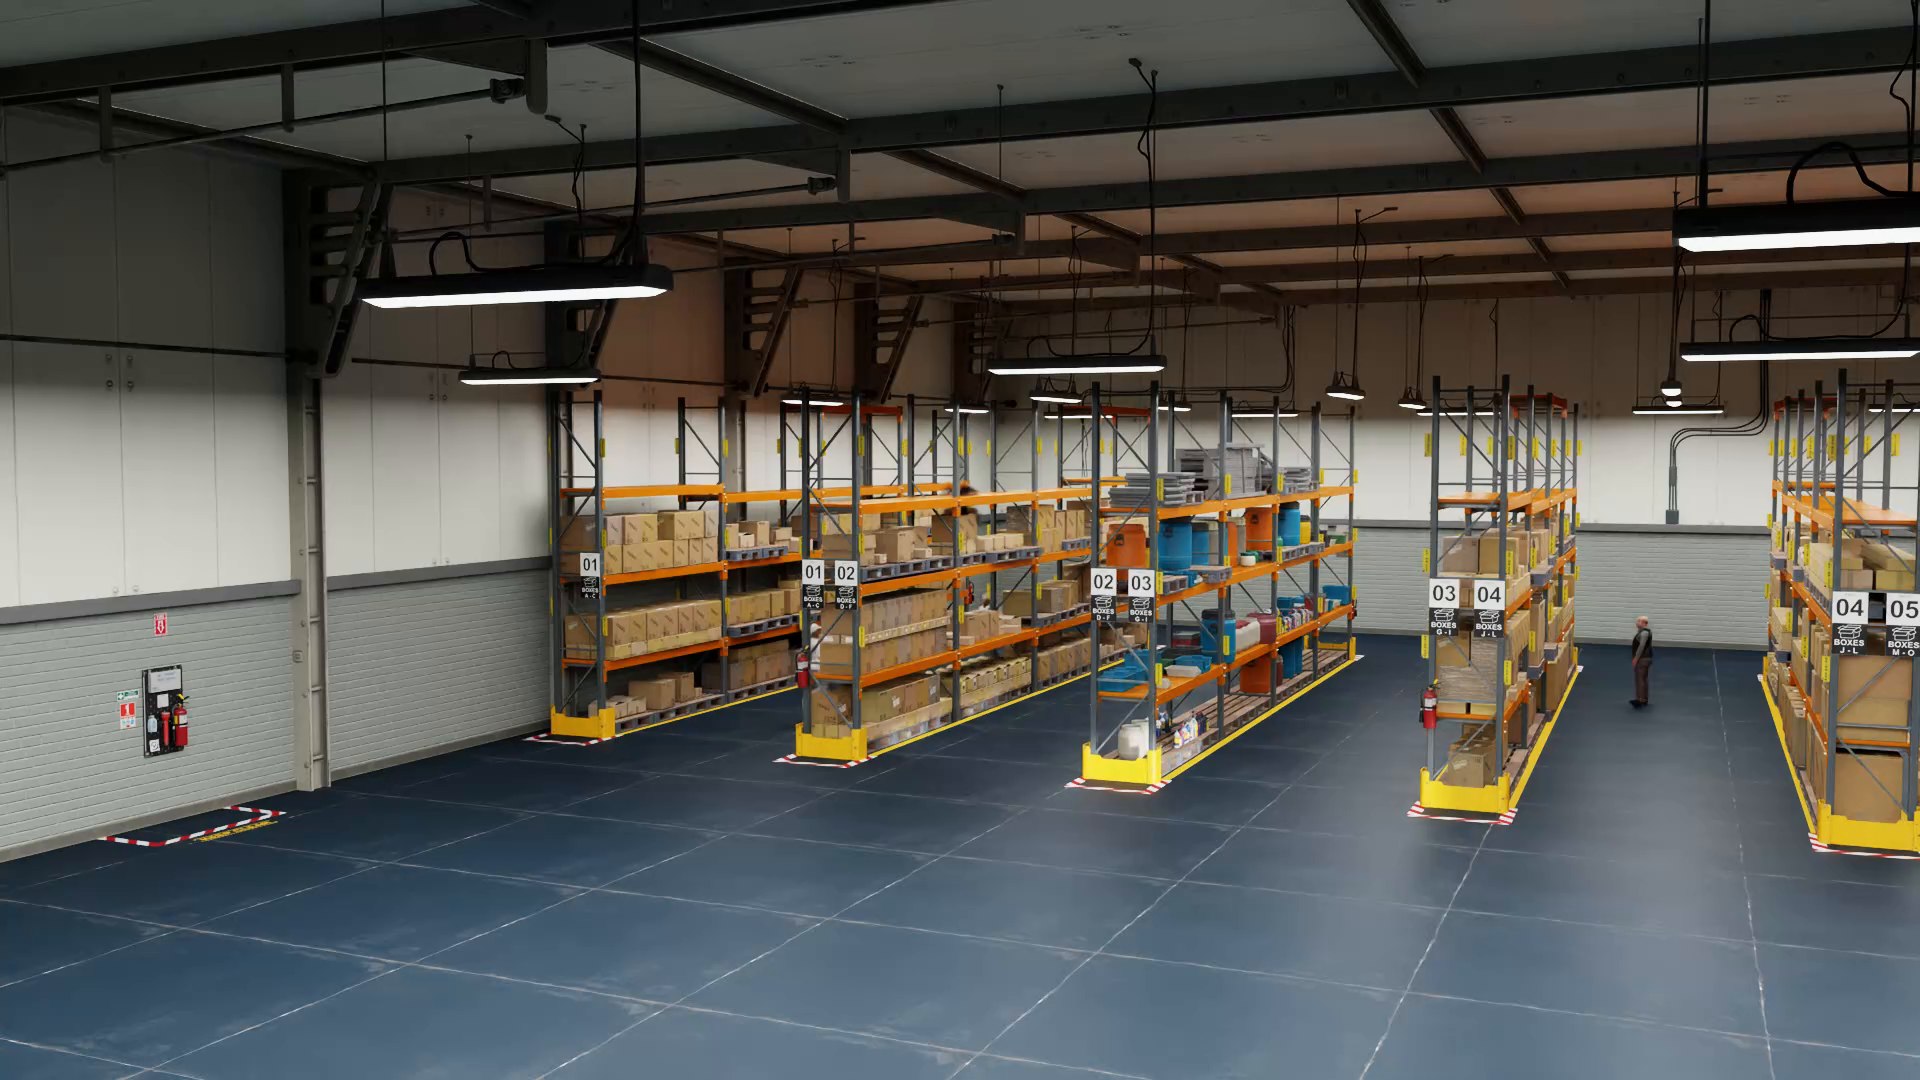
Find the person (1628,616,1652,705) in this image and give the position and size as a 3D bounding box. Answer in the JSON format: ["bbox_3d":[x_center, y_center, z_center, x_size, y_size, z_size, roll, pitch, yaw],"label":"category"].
[{"bbox_3d":[13.258,2.343,32.393,0.402,1.731,0.544,2,4,33],"label":"person"}]

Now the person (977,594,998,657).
[{"bbox_3d":[0.620,2.089,38.093,0.613,1.729,0.744,2,4,29],"label":"person"}]

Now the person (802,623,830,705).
[{"bbox_3d":[-2.625,2.412,30.866,0.602,1.743,0.594,-2,4,-32],"label":"person"}]
